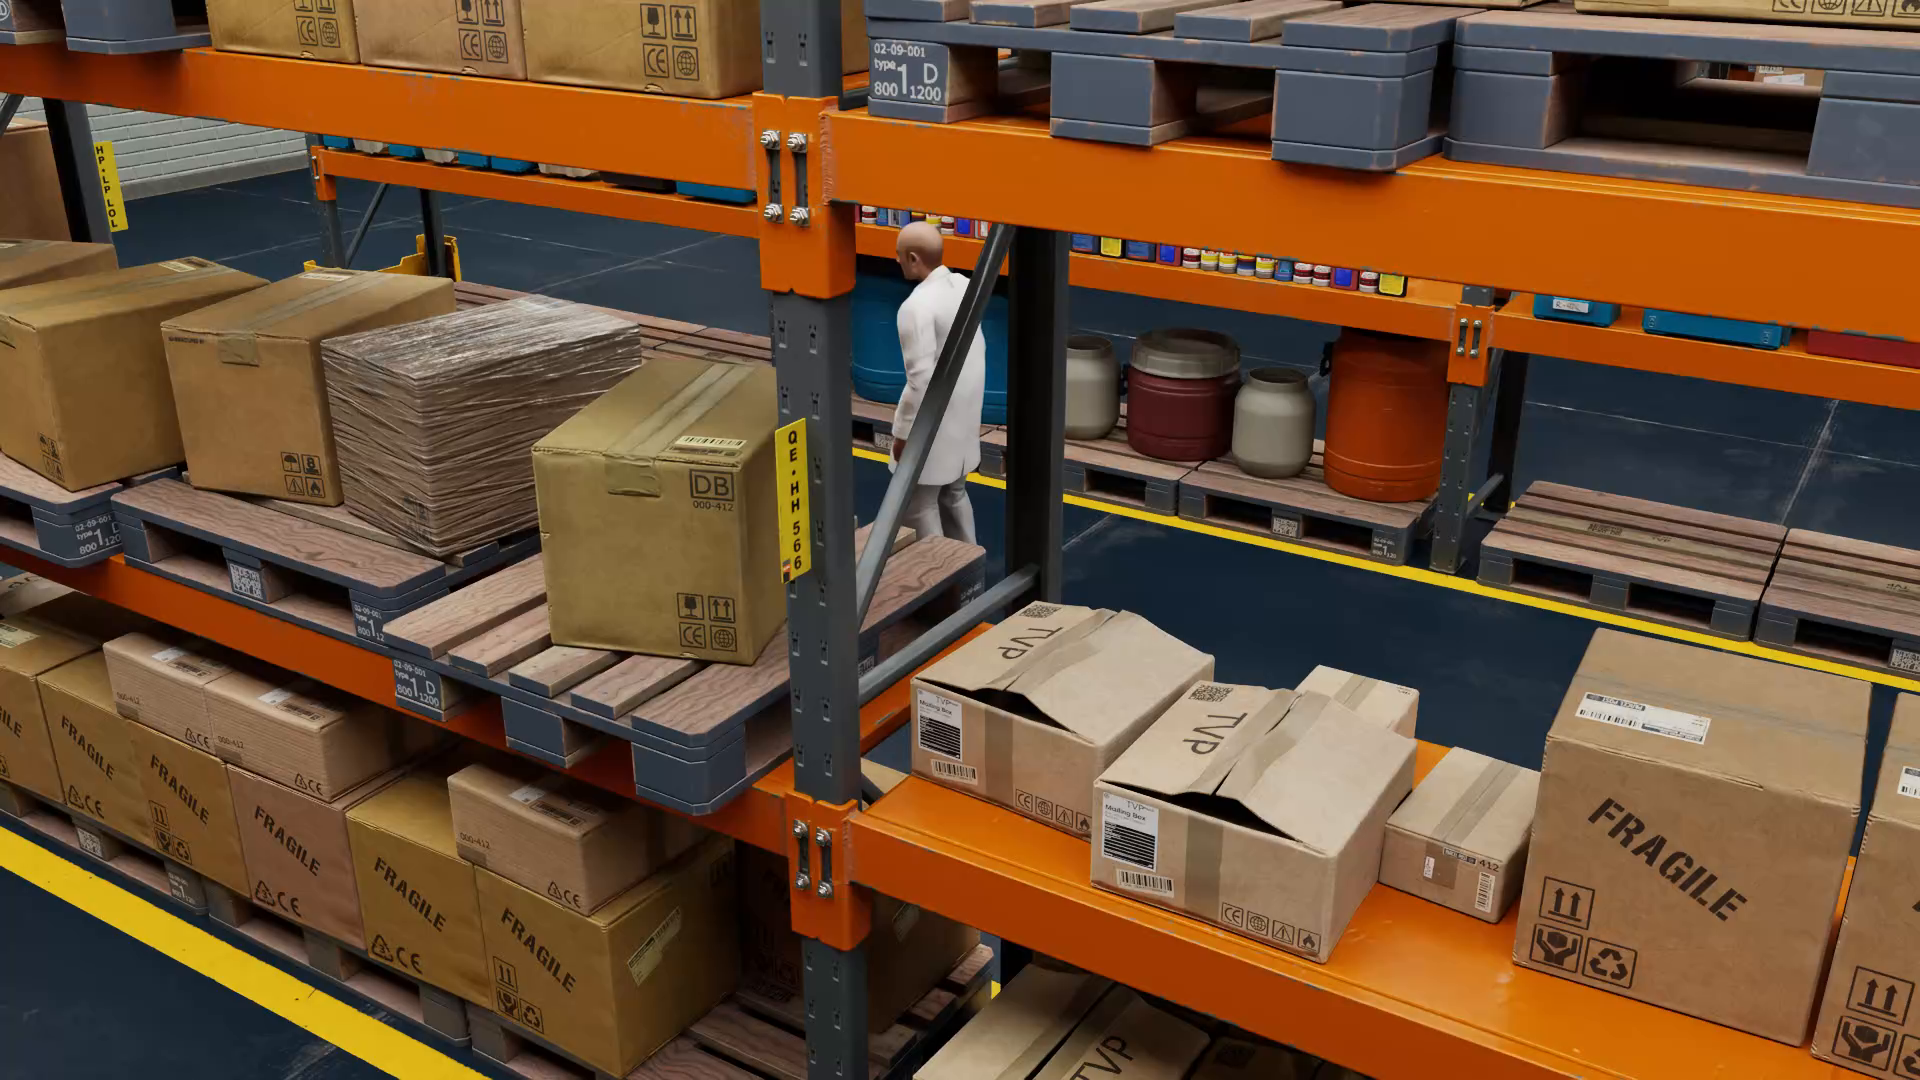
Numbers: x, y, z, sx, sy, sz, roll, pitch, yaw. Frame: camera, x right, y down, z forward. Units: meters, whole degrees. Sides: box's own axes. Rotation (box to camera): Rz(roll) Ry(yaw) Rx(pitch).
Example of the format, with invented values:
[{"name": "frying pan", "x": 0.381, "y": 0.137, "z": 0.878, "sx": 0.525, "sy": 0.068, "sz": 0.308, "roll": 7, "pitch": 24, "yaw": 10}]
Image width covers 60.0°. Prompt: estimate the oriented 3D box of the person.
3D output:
[{"name": "person", "x": -0.115, "y": -0.529, "z": 7.374, "sx": 0.429, "sy": 1.772, "sz": 0.645, "roll": 12, "pitch": 26, "yaw": 26}]
